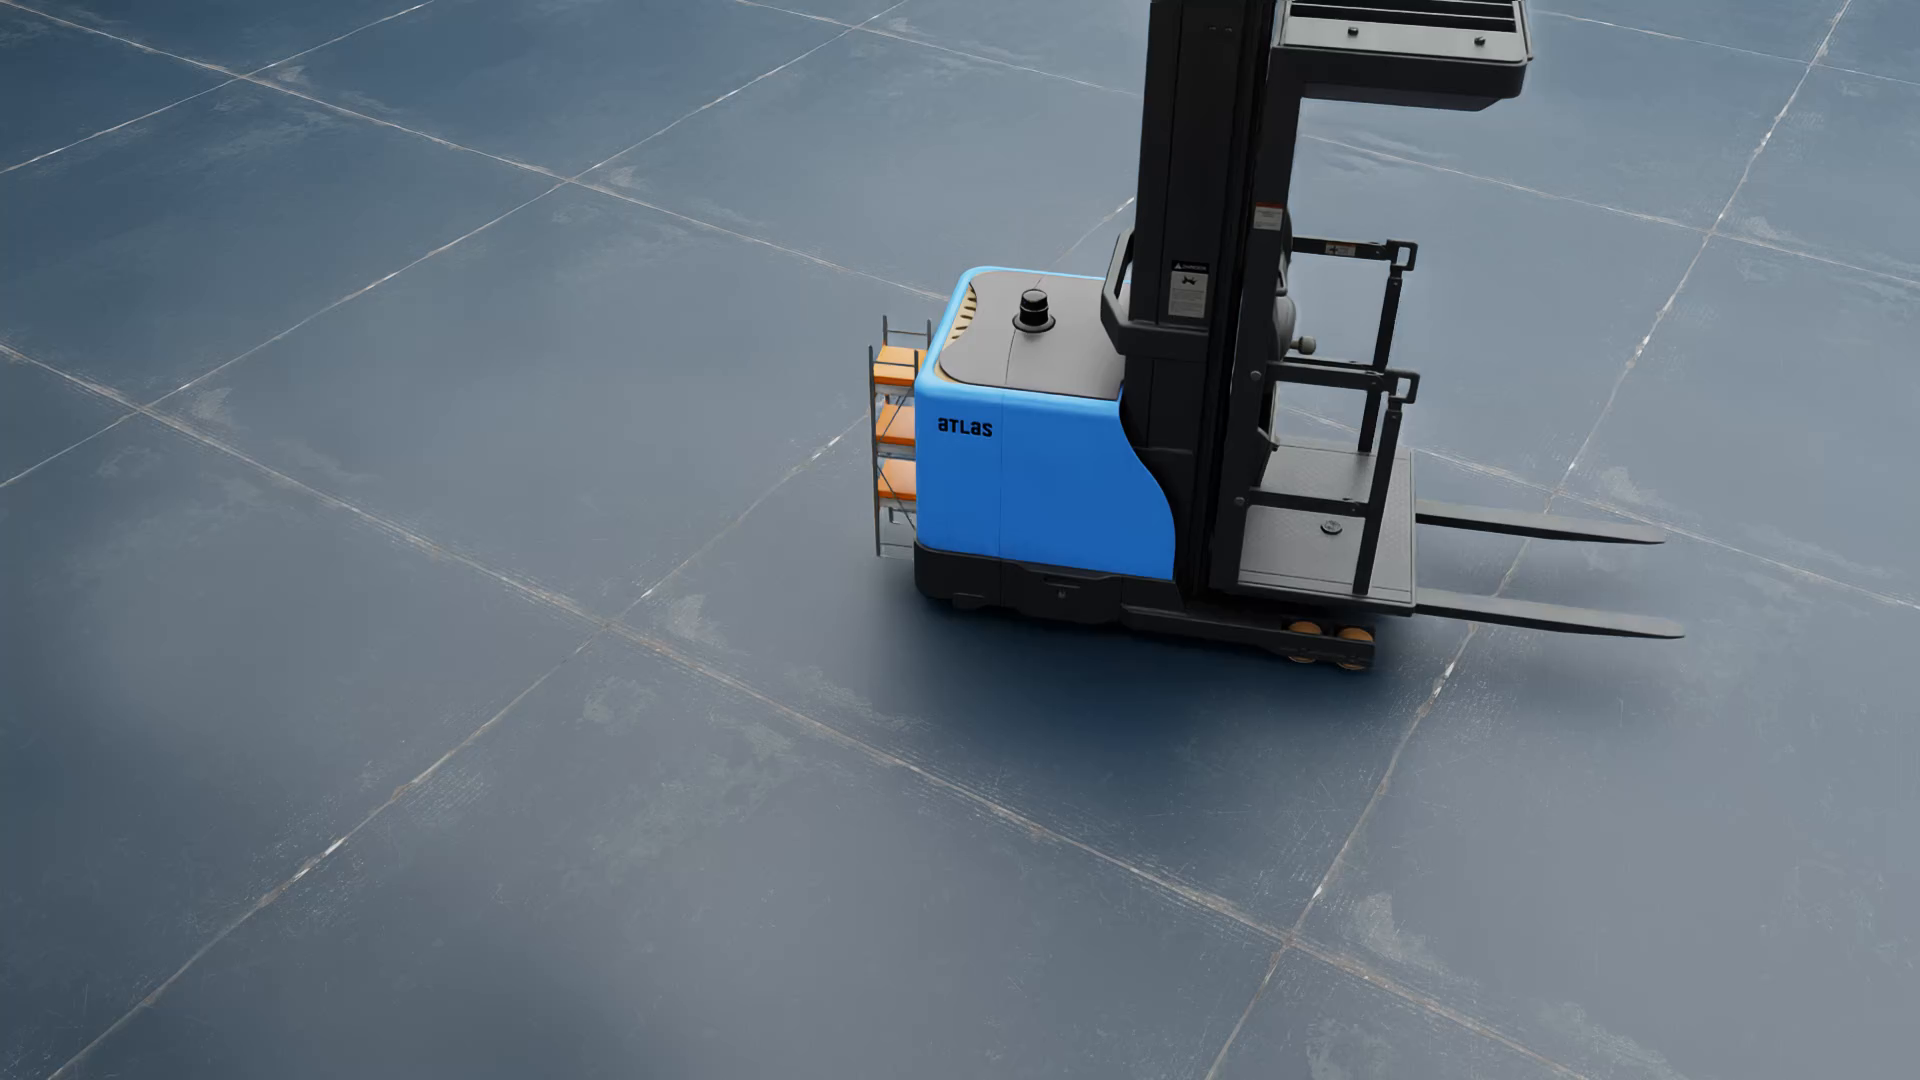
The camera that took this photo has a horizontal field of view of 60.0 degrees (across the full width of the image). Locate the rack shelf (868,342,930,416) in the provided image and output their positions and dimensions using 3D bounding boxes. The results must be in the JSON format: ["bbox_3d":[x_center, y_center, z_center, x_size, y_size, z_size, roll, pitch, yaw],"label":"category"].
[{"bbox_3d":[-0.237,-0.625,6.753,0.215,0.259,0.240,7,38,9],"label":"rack shelf"}]

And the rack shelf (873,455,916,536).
[{"bbox_3d":[-0.237,-0.180,7.096,0.215,0.259,0.240,7,38,9],"label":"rack shelf"}]

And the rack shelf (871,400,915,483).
[{"bbox_3d":[-0.237,-0.400,6.926,0.215,0.259,0.240,7,38,9],"label":"rack shelf"}]

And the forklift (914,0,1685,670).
[{"bbox_3d":[1.382,-1.004,6.151,3.031,2.935,1.130,7,38,9],"label":"forklift"}]

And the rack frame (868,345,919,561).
[{"bbox_3d":[-0.261,-0.335,6.825,0.200,1.050,0.008,7,38,9],"label":"rack frame"}]

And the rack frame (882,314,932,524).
[{"bbox_3d":[-0.214,-0.481,7.015,0.200,1.050,0.008,7,38,9],"label":"rack frame"}]

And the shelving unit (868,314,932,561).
[{"bbox_3d":[-0.237,-0.408,6.920,0.215,1.050,0.252,7,38,9],"label":"shelving unit"}]
